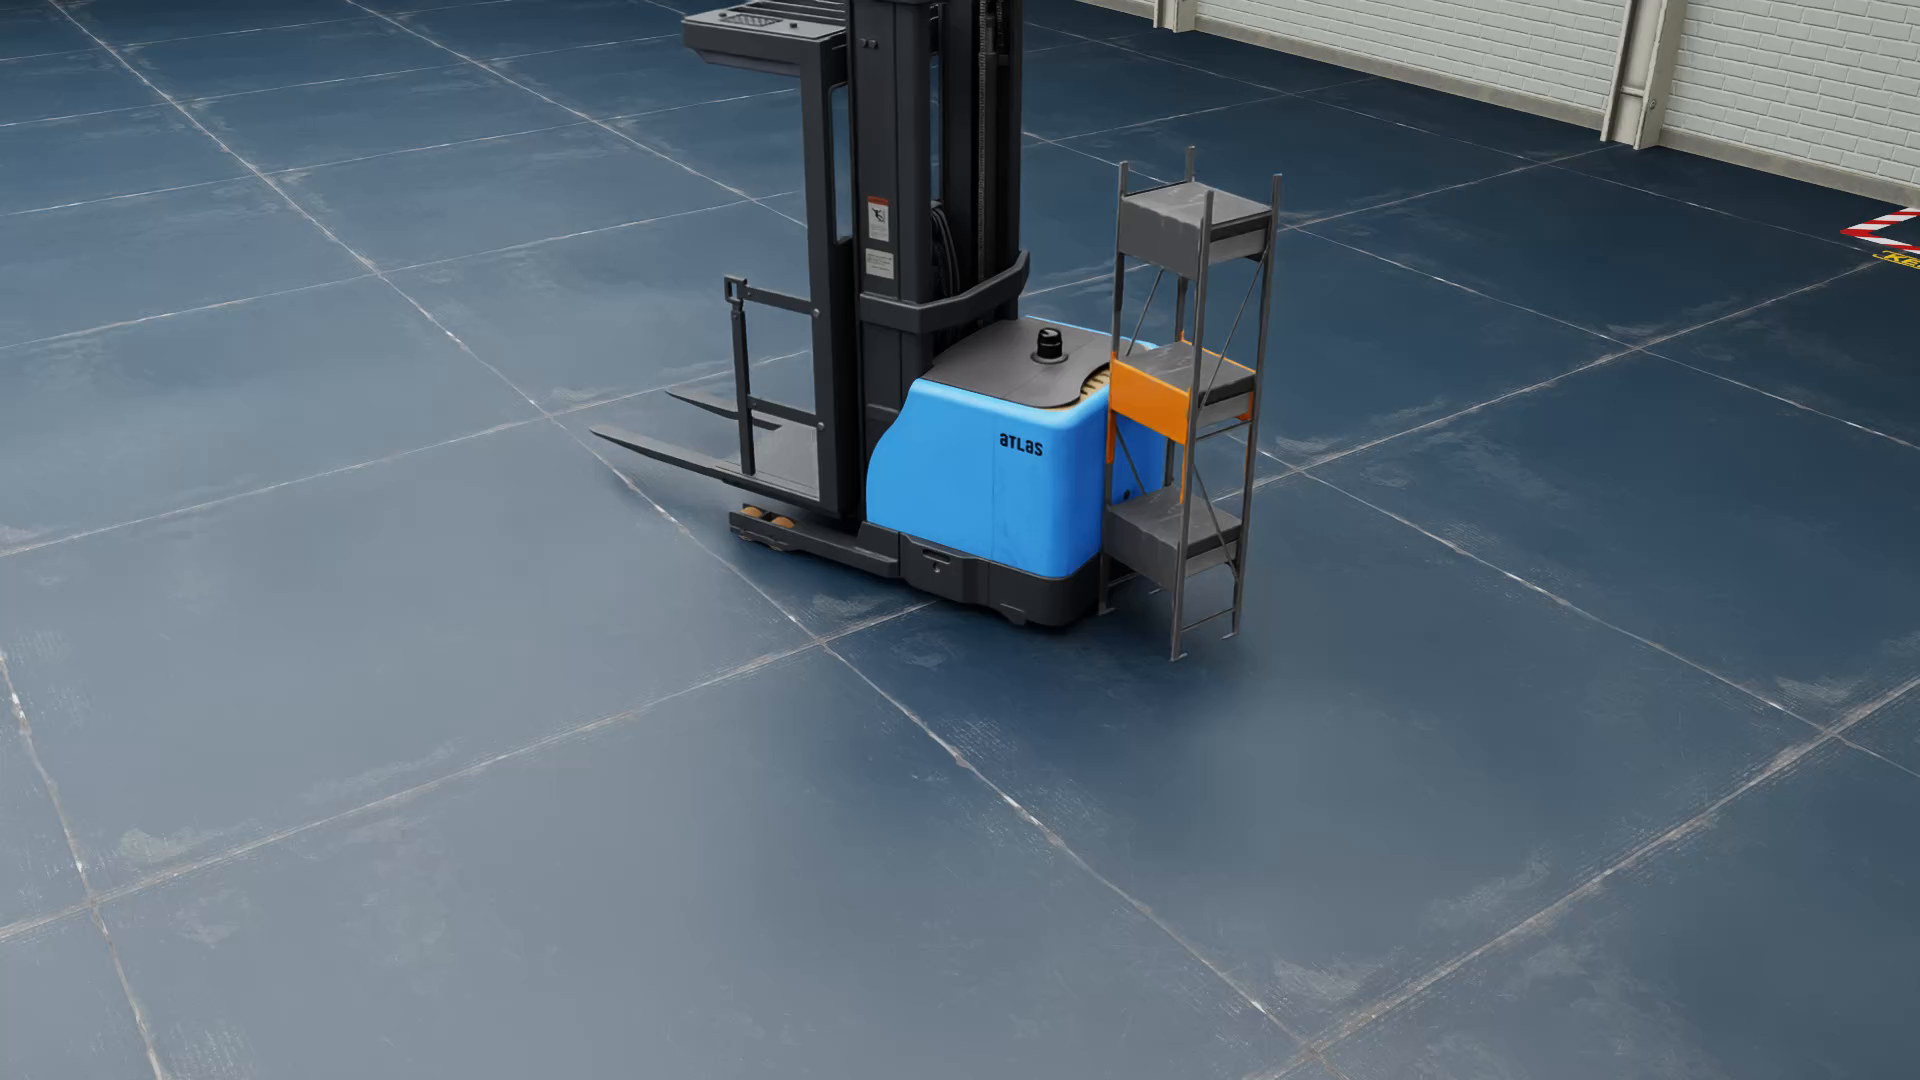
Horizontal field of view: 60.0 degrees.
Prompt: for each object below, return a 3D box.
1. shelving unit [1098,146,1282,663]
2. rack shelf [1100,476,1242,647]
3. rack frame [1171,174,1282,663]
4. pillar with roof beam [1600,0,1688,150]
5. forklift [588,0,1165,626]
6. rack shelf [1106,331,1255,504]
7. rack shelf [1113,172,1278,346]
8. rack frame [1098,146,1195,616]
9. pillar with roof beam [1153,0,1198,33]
[{"bbox_3d":[0.943,-0.540,7.043,0.431,2.100,0.503,-19,34,-31],"label":"shelving unit"},{"bbox_3d":[0.943,0.087,7.384,0.431,0.518,0.480,-19,34,-31],"label":"rack shelf"},{"bbox_3d":[1.088,-0.446,6.871,0.400,2.100,0.015,-19,34,-31],"label":"rack frame"},{"bbox_3d":[2.431,-6.292,10.406,9.100,9.000,0.400,-19,34,-31],"label":"pillar with roof beam"},{"bbox_3d":[-0.537,-1.425,7.803,3.031,2.935,1.130,17,33,29],"label":"forklift"},{"bbox_3d":[0.943,-0.528,7.050,0.431,0.518,0.480,-19,34,-31],"label":"rack shelf"},{"bbox_3d":[0.944,-1.143,6.716,0.431,0.518,0.480,-19,34,-31],"label":"rack shelf"},{"bbox_3d":[0.799,-0.634,7.216,0.400,2.100,0.015,-19,34,-31],"label":"rack frame"},{"bbox_3d":[-1.050,-8.624,14.701,9.100,9.000,0.400,-19,34,-31],"label":"pillar with roof beam"}]
